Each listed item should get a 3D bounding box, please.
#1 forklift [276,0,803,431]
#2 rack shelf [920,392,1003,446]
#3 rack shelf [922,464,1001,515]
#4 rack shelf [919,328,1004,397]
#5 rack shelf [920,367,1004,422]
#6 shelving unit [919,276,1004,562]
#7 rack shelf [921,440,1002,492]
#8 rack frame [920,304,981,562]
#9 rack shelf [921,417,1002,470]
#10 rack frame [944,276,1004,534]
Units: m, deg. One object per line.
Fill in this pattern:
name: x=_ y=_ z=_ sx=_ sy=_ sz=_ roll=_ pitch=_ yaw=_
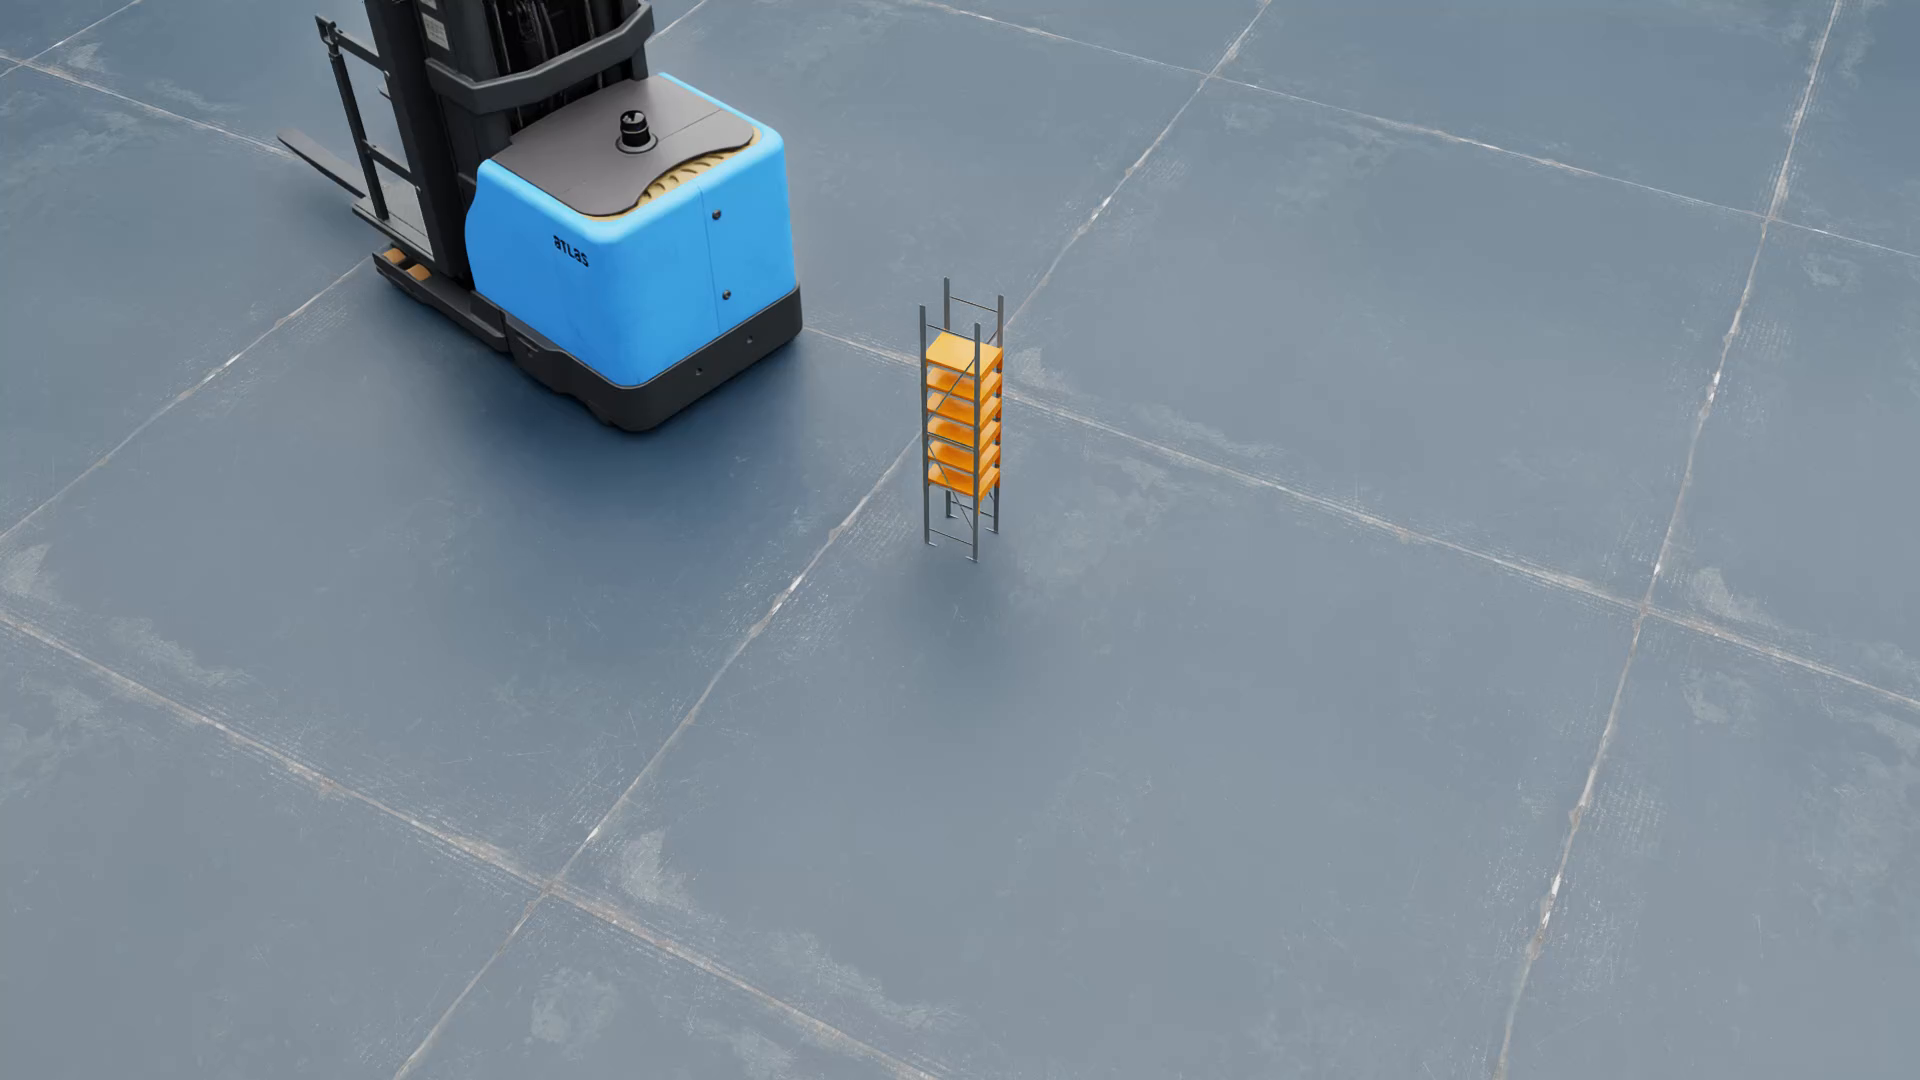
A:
forklift: x=-2.151 y=-2.411 z=7.072 sx=3.031 sy=2.935 sz=1.130 roll=33 pitch=54 yaw=28
rack shelf: x=0.007 y=-0.484 z=6.279 sx=0.258 sy=0.103 sz=0.180 roll=20 pitch=49 yaw=19
rack shelf: x=0.007 y=-0.231 z=6.535 sx=0.258 sy=0.103 sz=0.180 roll=20 pitch=49 yaw=19
rack shelf: x=0.007 y=-0.653 z=6.108 sx=0.258 sy=0.103 sz=0.180 roll=20 pitch=49 yaw=19
rack shelf: x=0.007 y=-0.568 z=6.193 sx=0.258 sy=0.103 sz=0.180 roll=20 pitch=49 yaw=19
shelving unit: x=0.007 y=-0.431 z=6.332 sx=0.258 sy=1.200 sz=0.189 roll=20 pitch=49 yaw=19
rack shelf: x=0.007 y=-0.315 z=6.449 sx=0.258 sy=0.103 sz=0.180 roll=20 pitch=49 yaw=19
rack frame: x=-0.036 y=-0.373 z=6.275 sx=0.240 sy=1.200 sz=0.006 roll=20 pitch=49 yaw=19
rack shelf: x=0.007 y=-0.400 z=6.364 sx=0.258 sy=0.103 sz=0.180 roll=20 pitch=49 yaw=19
rack frame: x=0.049 y=-0.489 z=6.389 sx=0.240 sy=1.200 sz=0.006 roll=20 pitch=49 yaw=19
